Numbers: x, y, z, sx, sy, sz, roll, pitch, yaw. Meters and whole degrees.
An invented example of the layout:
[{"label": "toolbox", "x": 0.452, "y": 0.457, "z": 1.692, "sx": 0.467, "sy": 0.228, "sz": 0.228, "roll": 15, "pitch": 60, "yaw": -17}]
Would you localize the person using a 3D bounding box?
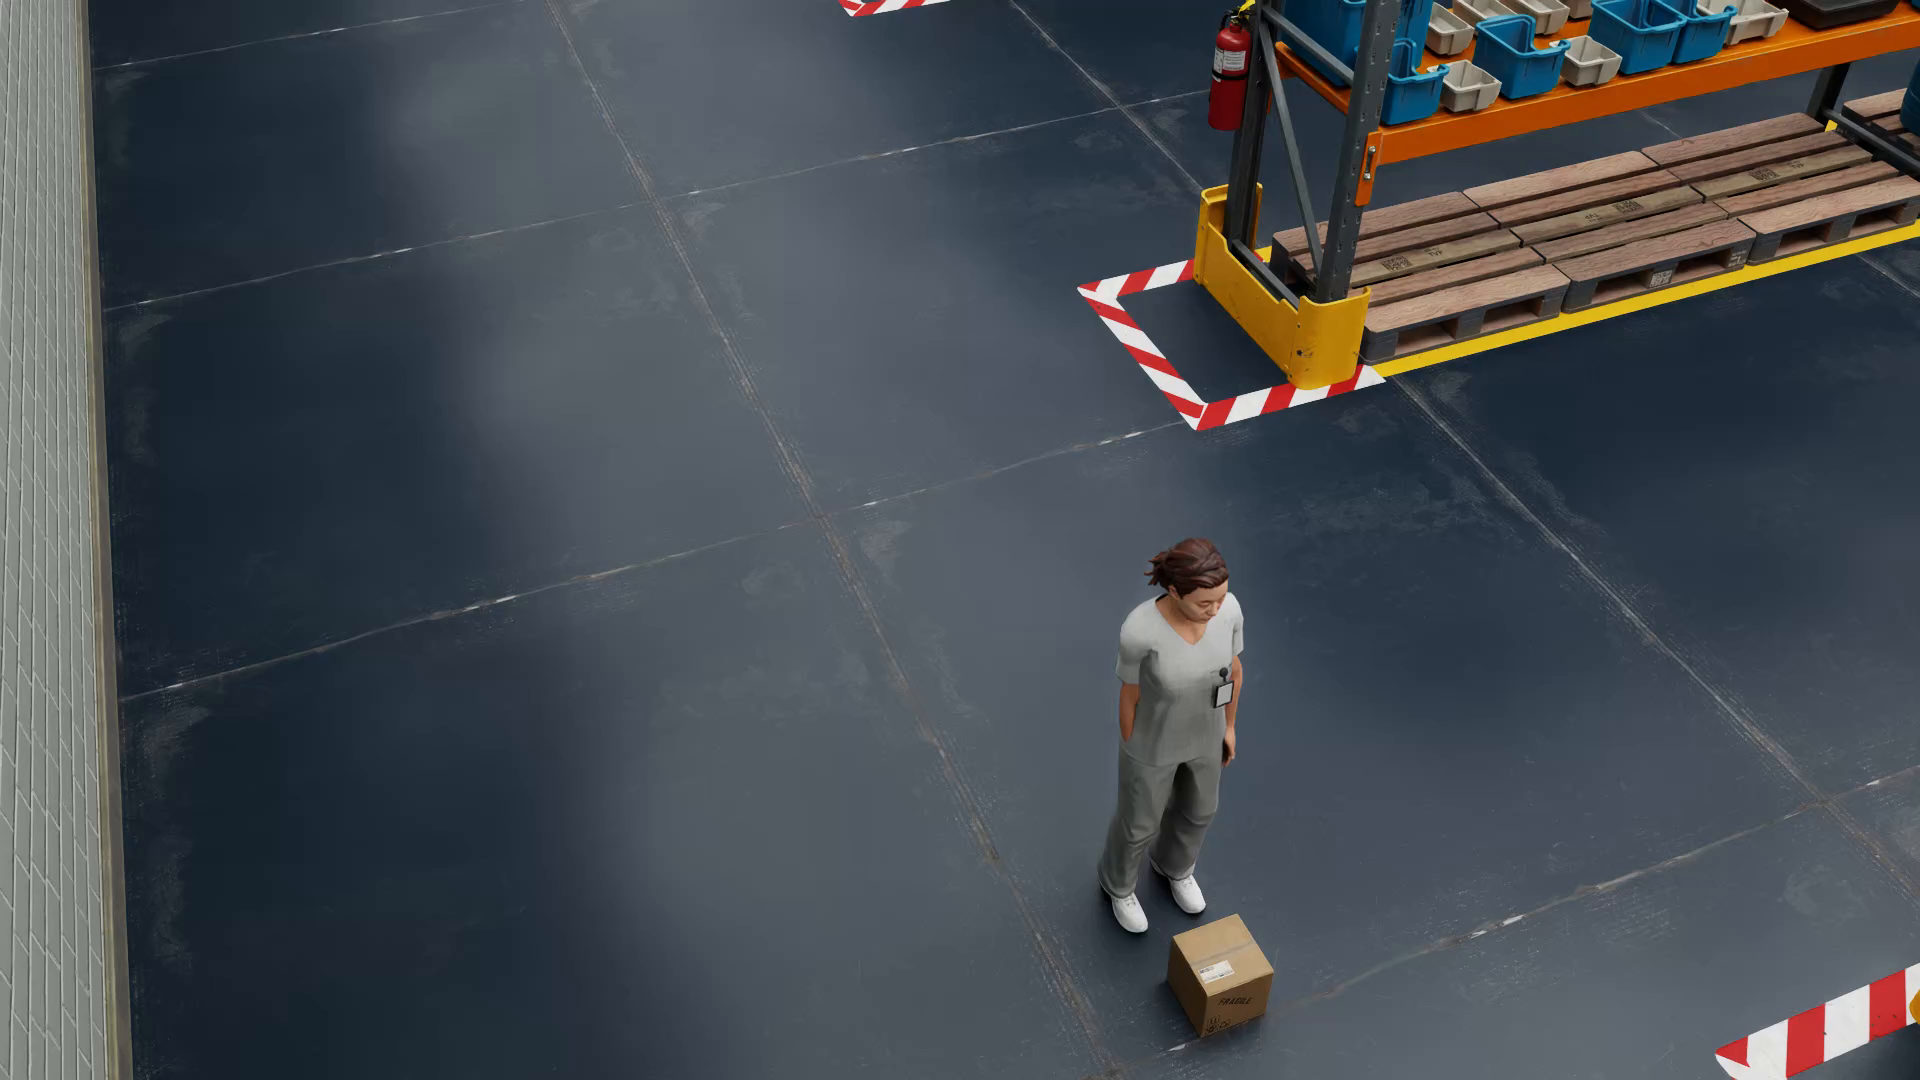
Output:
[{"label": "person", "x": 0.700, "y": 0.632, "z": 5.461, "sx": 0.440, "sy": 1.673, "sz": 0.361, "roll": -15, "pitch": 44, "yaw": -16}]
